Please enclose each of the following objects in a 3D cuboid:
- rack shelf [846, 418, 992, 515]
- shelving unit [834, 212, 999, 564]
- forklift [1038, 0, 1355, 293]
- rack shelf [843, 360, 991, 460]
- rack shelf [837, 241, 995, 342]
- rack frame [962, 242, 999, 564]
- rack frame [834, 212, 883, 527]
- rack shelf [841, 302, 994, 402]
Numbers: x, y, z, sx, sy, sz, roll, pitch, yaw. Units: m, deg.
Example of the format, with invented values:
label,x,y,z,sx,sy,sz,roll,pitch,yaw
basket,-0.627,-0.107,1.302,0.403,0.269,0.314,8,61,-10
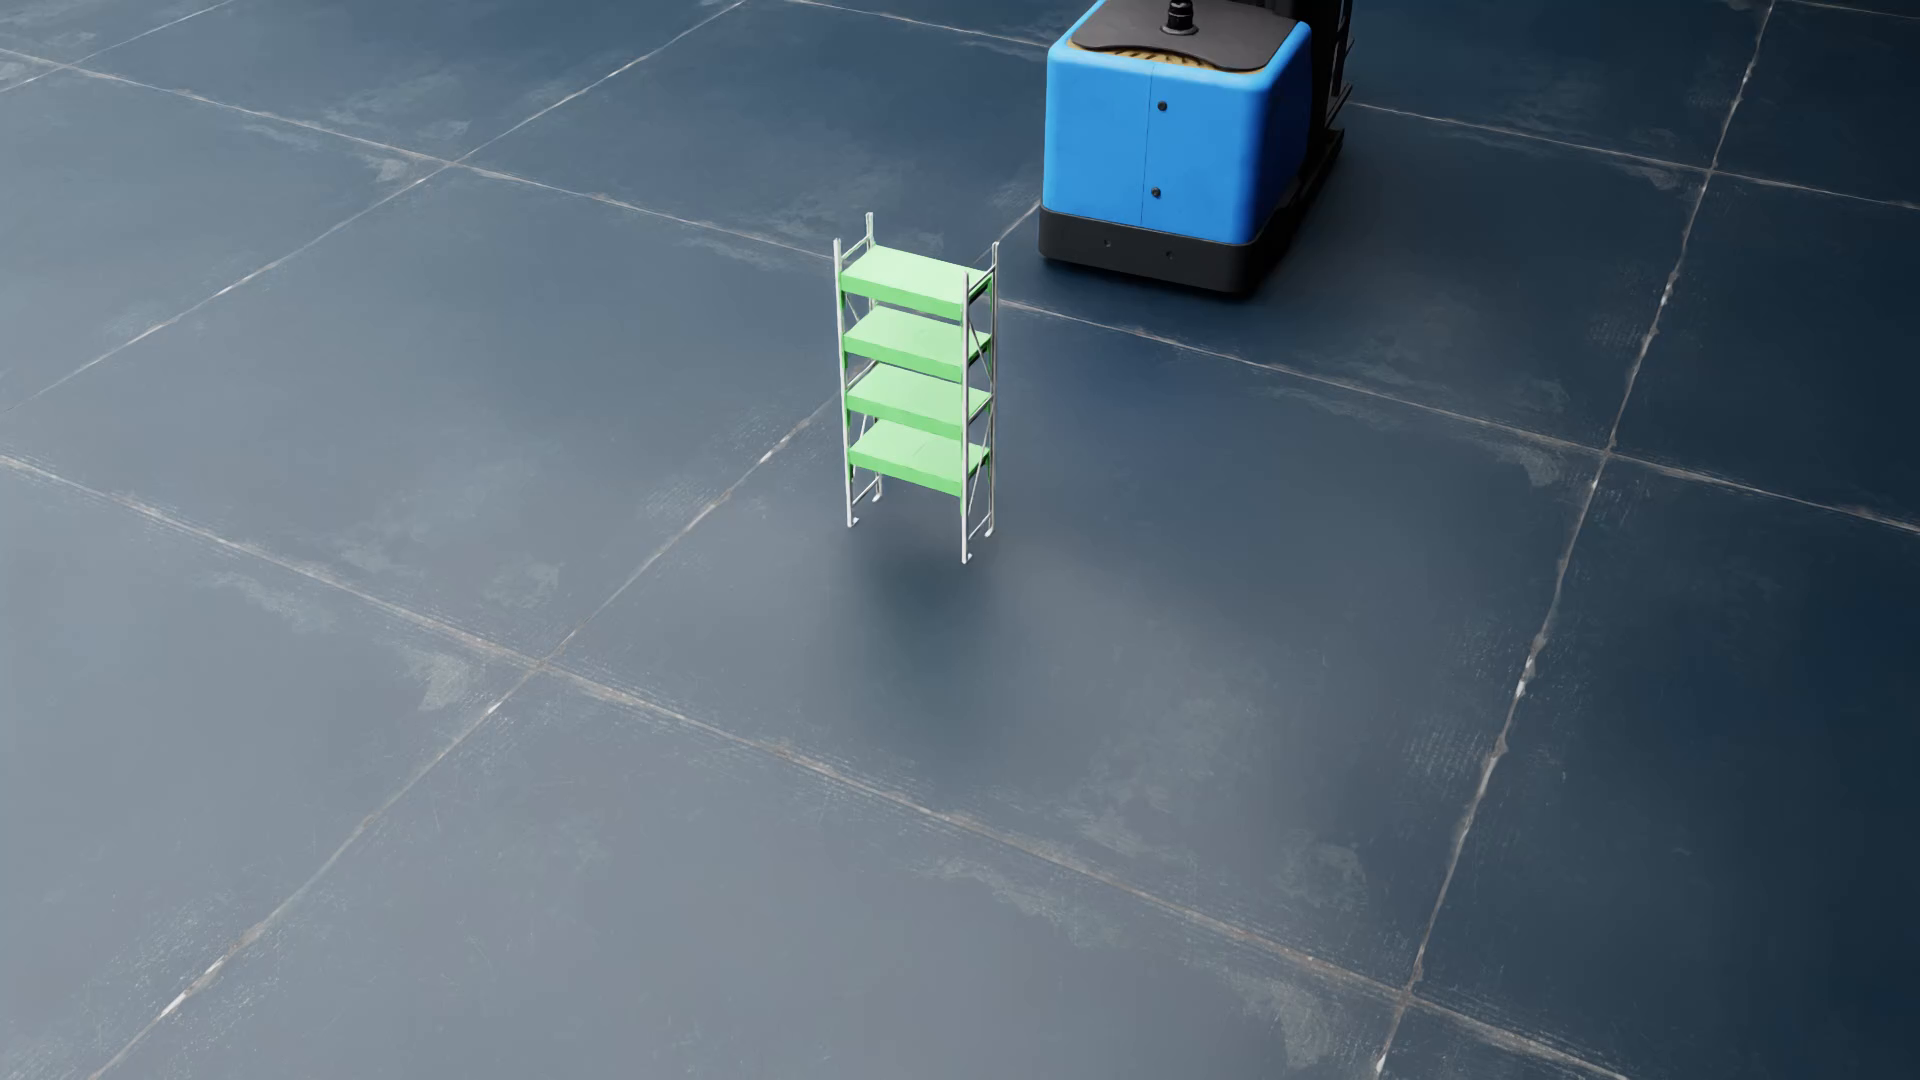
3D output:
label,x,y,z,sx,sy,sz,roll,pitch,yaw
rack shelf,-0.147,-0.282,6.132,0.480,0.148,0.258,17,41,21
shelving unit,-0.147,-0.524,5.948,0.503,1.200,0.258,17,41,21
forklift,1.415,-3.189,8.027,1.130,2.935,3.031,14,39,18
rack shelf,-0.147,-0.473,5.987,0.480,0.148,0.258,17,41,21
rack shelf,-0.147,-0.855,5.696,0.480,0.148,0.258,17,41,21
rack frame,0.070,-0.456,5.858,0.015,1.200,0.240,17,41,21
rack frame,-0.364,-0.592,6.037,0.015,1.200,0.240,17,41,21
rack shelf,-0.147,-0.664,5.841,0.480,0.148,0.258,17,41,21
